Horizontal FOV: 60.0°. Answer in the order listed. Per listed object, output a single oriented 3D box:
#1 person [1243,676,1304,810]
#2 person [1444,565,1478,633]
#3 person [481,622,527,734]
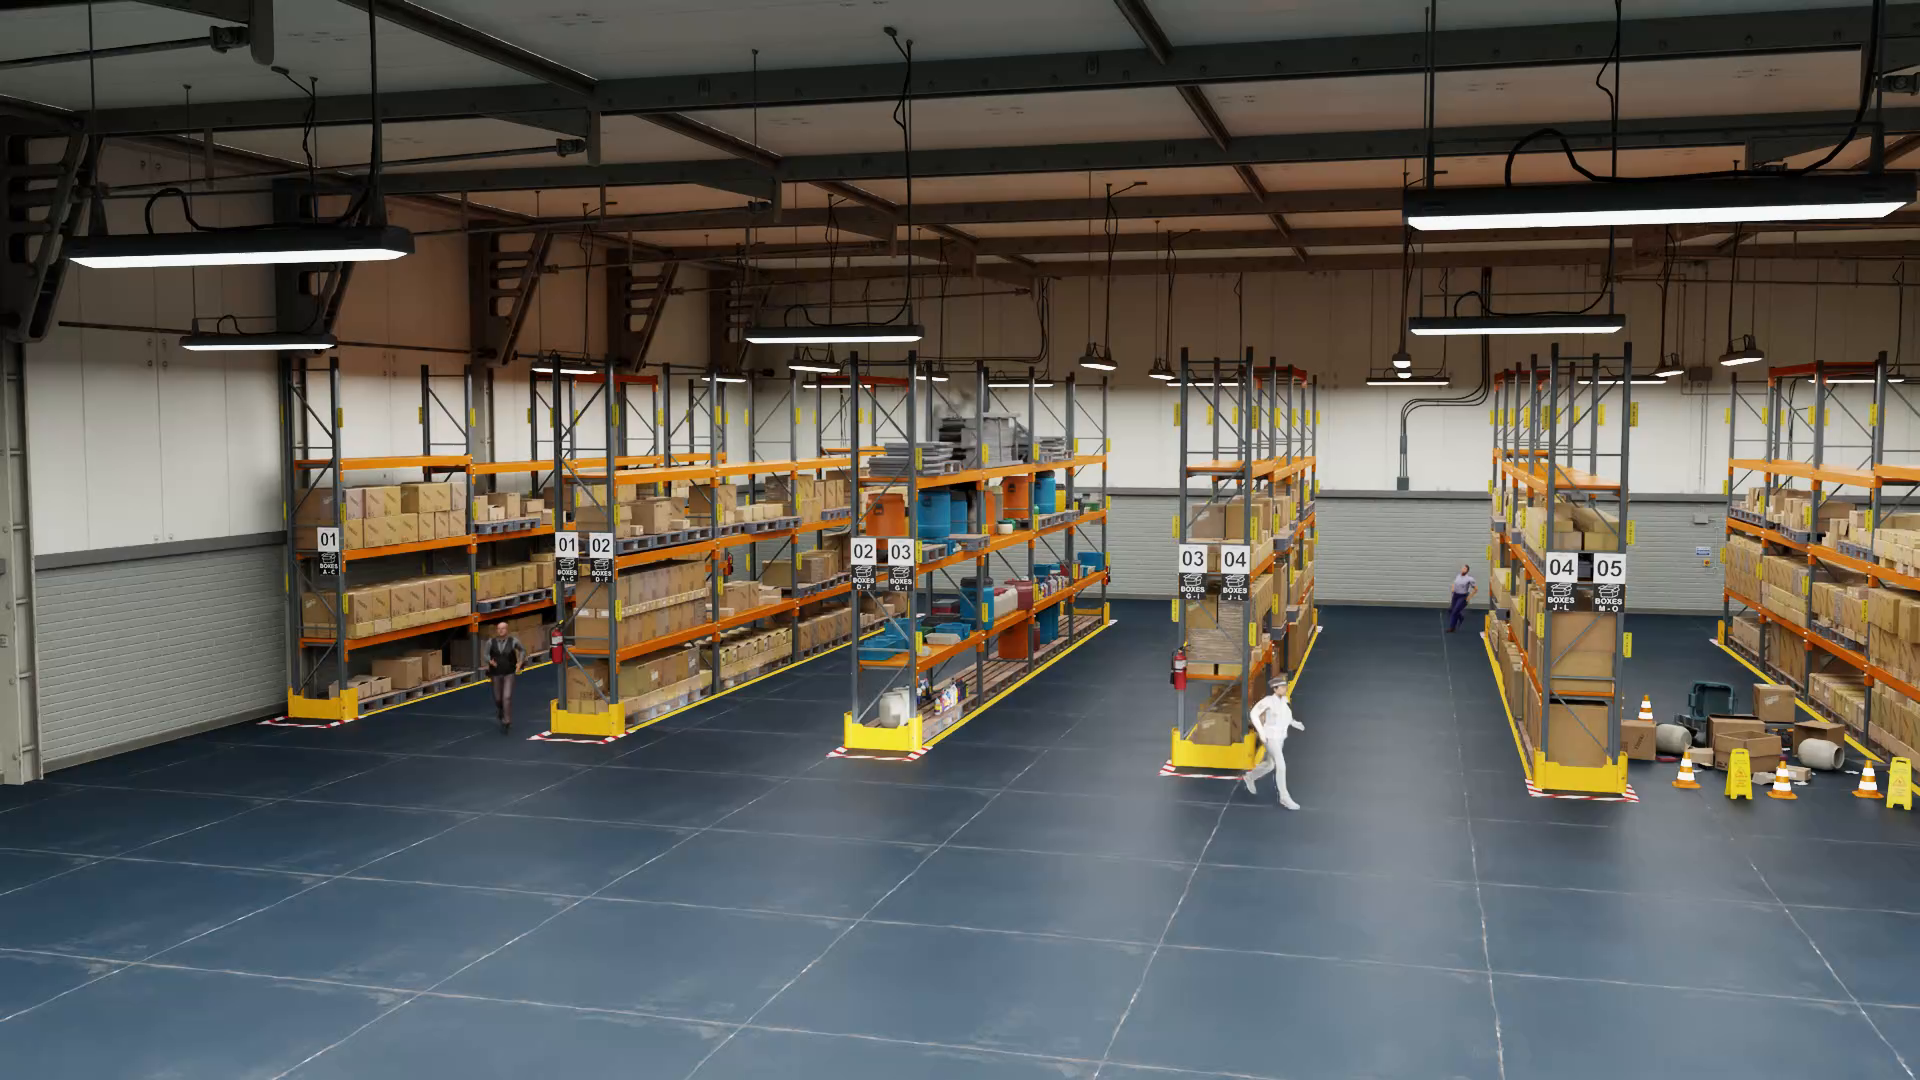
[{"bbox_3d":[4.044,2.585,21.559,0.582,1.696,0.890,-4,6,-44],"label":"person"},{"bbox_3d":[11.729,1.369,38.820,0.740,1.580,0.660,-3,5,-36],"label":"person"},{"bbox_3d":[-7.351,2.187,26.796,0.698,1.738,0.938,0,4,-5],"label":"person"}]
